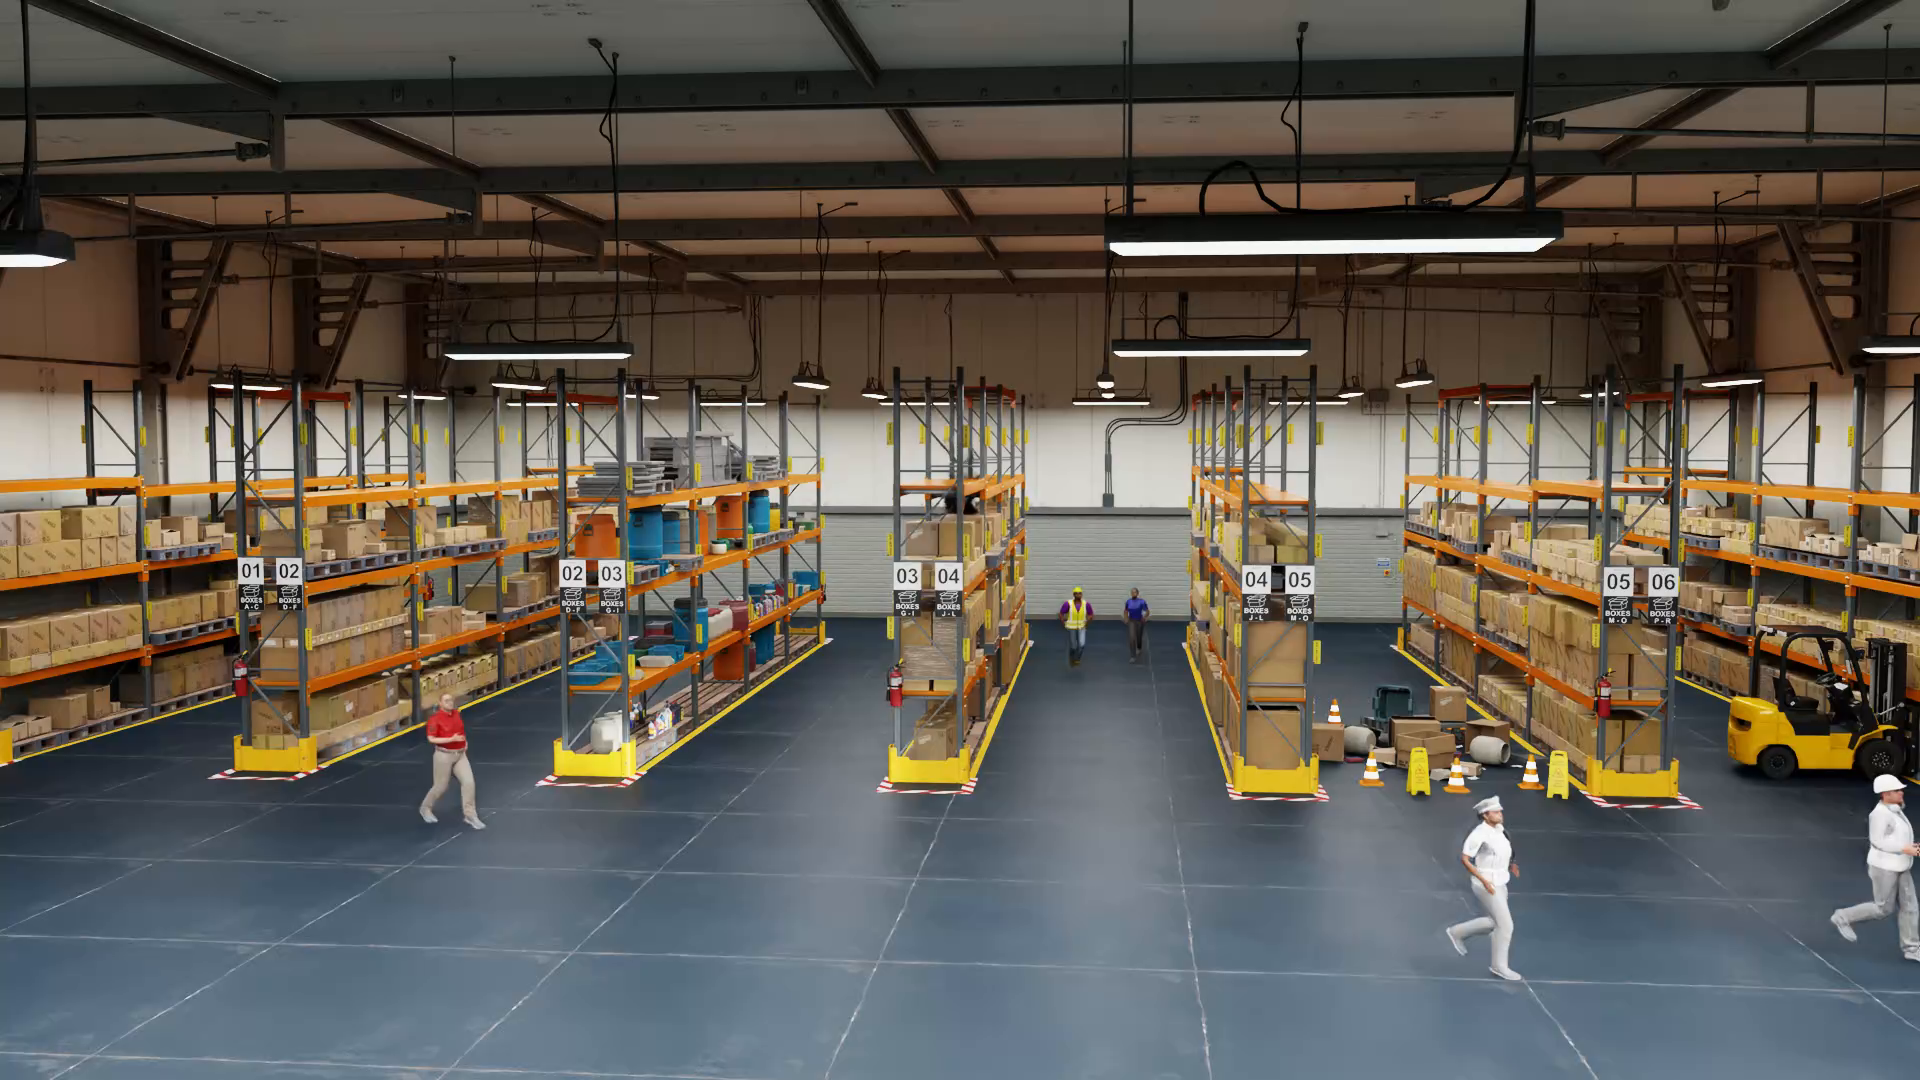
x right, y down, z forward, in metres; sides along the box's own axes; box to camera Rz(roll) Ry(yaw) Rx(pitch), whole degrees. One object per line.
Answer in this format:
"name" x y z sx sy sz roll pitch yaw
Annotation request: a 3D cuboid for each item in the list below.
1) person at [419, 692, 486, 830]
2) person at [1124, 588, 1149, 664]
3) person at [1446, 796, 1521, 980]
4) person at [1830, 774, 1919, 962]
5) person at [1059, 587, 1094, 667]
"person" -6.516 2.817 21.299 0.977 1.740 0.669 2 4 34
"person" 3.931 1.892 37.009 0.583 1.653 0.791 1 4 14
"person" 4.904 3.209 15.535 0.726 1.696 0.576 3 5 40
"person" 8.878 3.124 15.917 0.661 1.770 0.935 -3 5 -43
"person" 2.425 1.813 34.404 0.718 1.687 0.644 0 4 -5
